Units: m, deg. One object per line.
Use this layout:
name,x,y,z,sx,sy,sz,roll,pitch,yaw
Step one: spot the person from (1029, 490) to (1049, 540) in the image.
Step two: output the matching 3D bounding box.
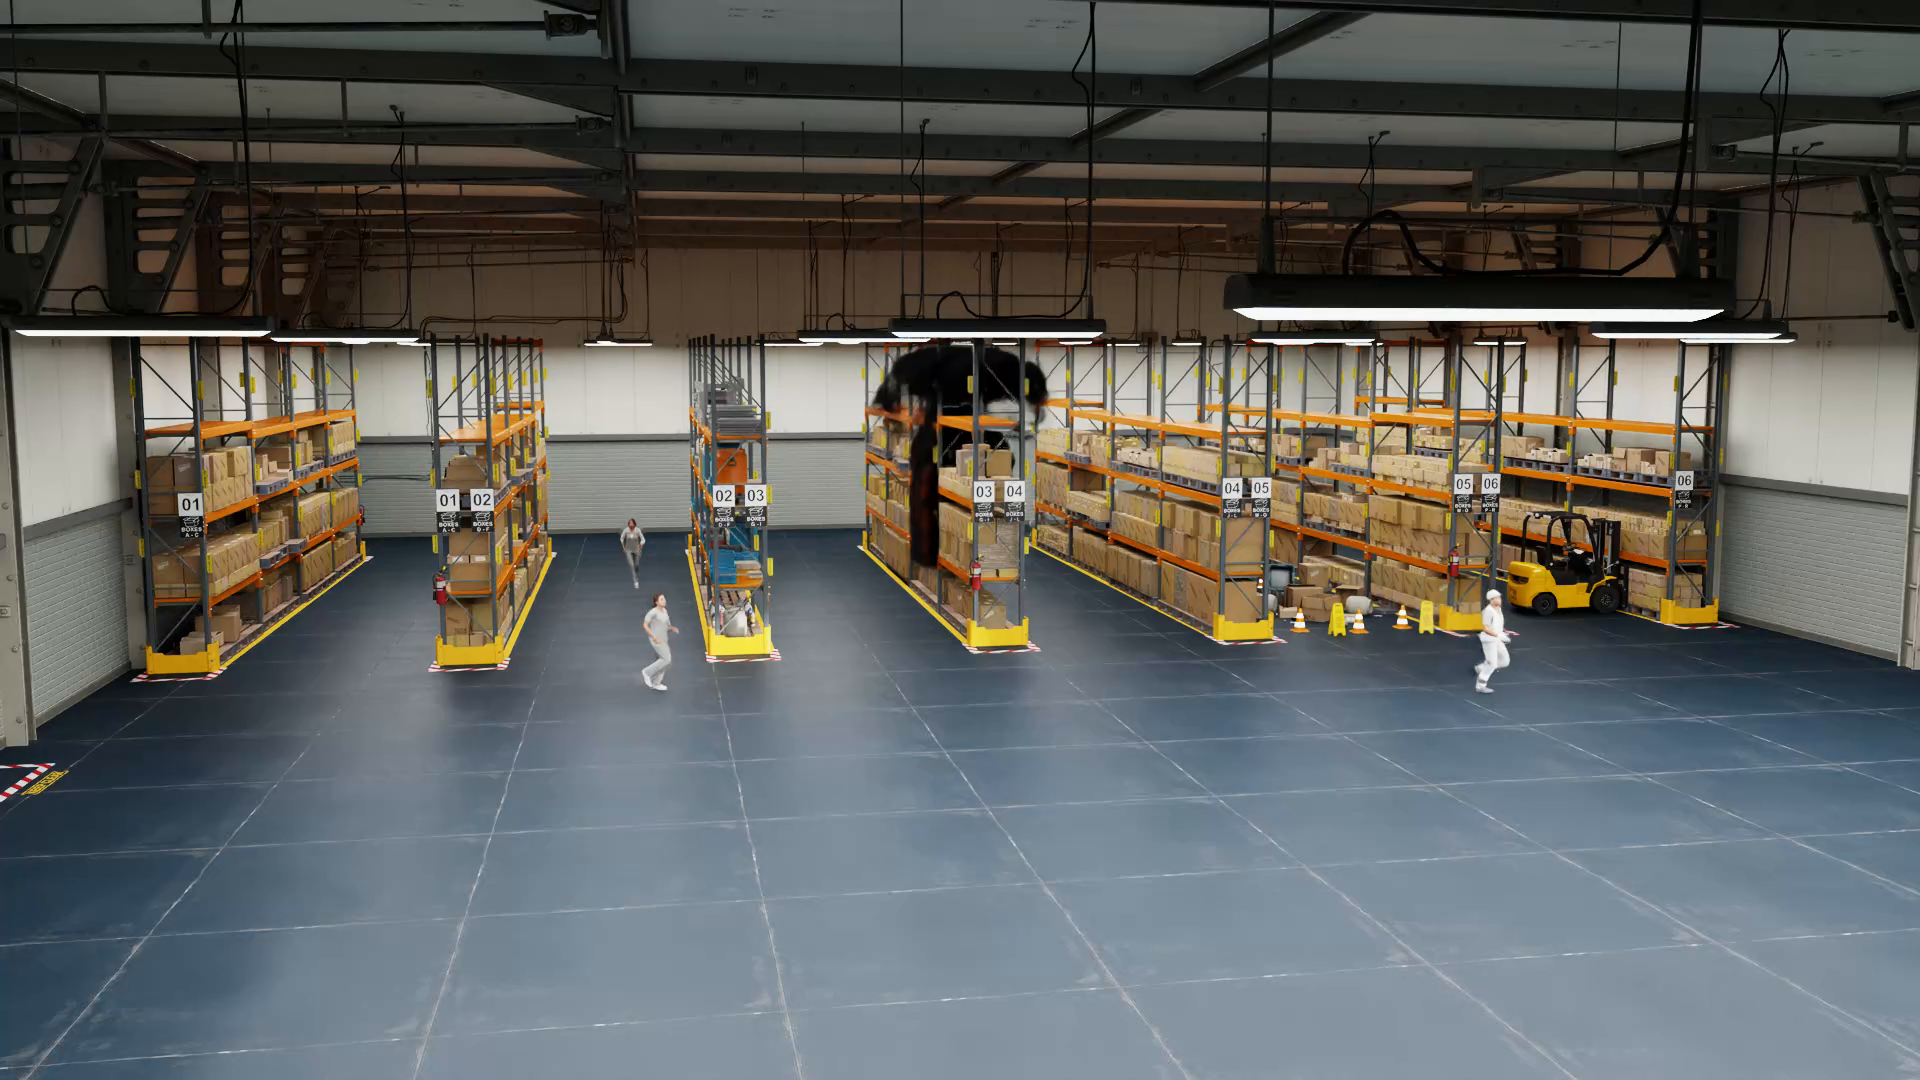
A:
person,2.451,-0.779,50.000,0.787,1.659,0.745,0,7,0

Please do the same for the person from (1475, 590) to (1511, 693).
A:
person,8.904,1.690,27.709,0.656,1.742,0.699,6,9,40

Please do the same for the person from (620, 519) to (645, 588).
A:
person,-7.525,0.289,38.215,0.559,1.584,0.618,-1,7,-10

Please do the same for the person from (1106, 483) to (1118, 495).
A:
person,4.498,-0.920,50.185,0.955,1.771,0.660,-3,7,-21

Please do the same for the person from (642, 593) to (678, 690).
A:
person,-5.050,1.707,28.069,0.579,1.637,0.555,2,7,19
